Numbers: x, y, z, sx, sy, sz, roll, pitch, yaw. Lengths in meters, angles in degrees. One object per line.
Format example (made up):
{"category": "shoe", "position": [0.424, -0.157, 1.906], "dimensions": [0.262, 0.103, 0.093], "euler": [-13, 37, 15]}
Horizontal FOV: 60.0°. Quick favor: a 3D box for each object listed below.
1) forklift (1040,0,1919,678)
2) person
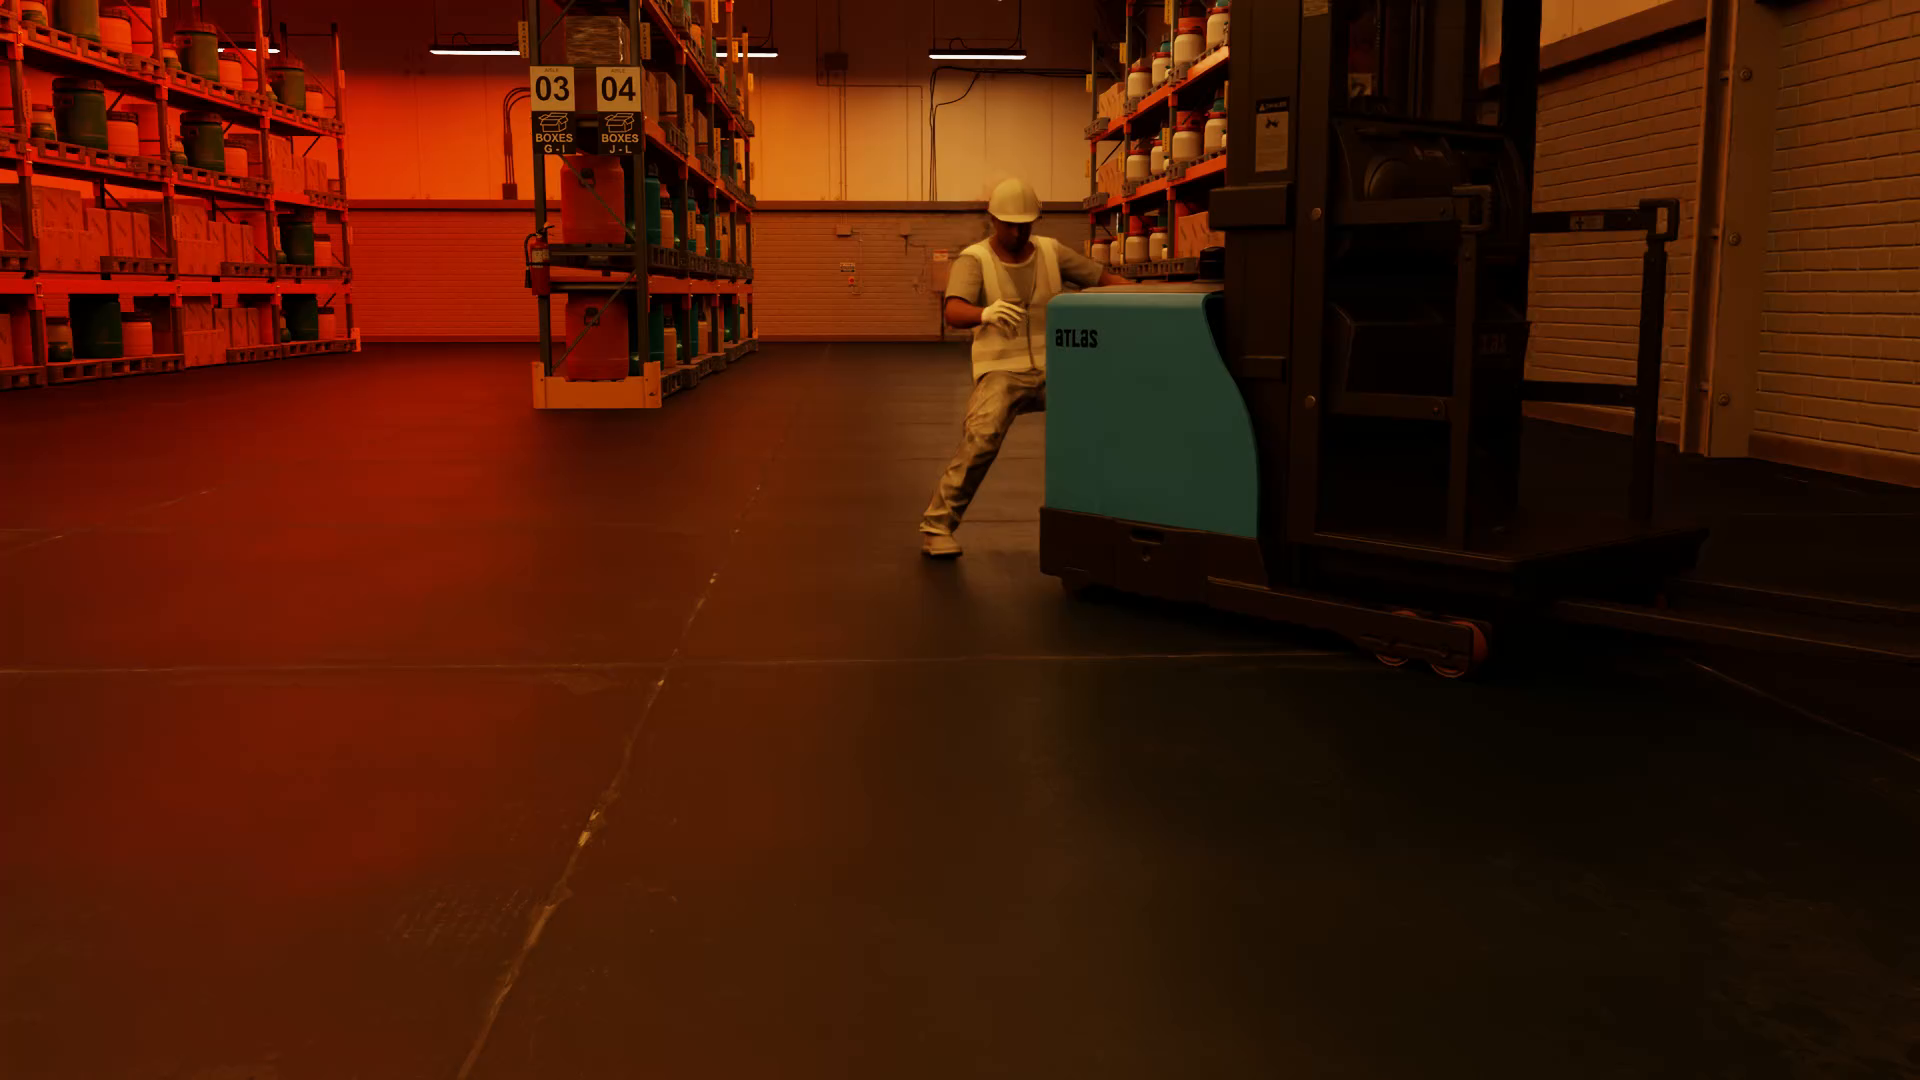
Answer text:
{"category": "forklift", "position": [1.612, -1.142, 5.023], "dimensions": [1.130, 2.935, 3.031], "euler": [-7, 11, -39]}
{"category": "person", "position": [0.334, -0.728, 6.950], "dimensions": [1.040, 1.552, 0.792], "euler": [-3, 9, -18]}
